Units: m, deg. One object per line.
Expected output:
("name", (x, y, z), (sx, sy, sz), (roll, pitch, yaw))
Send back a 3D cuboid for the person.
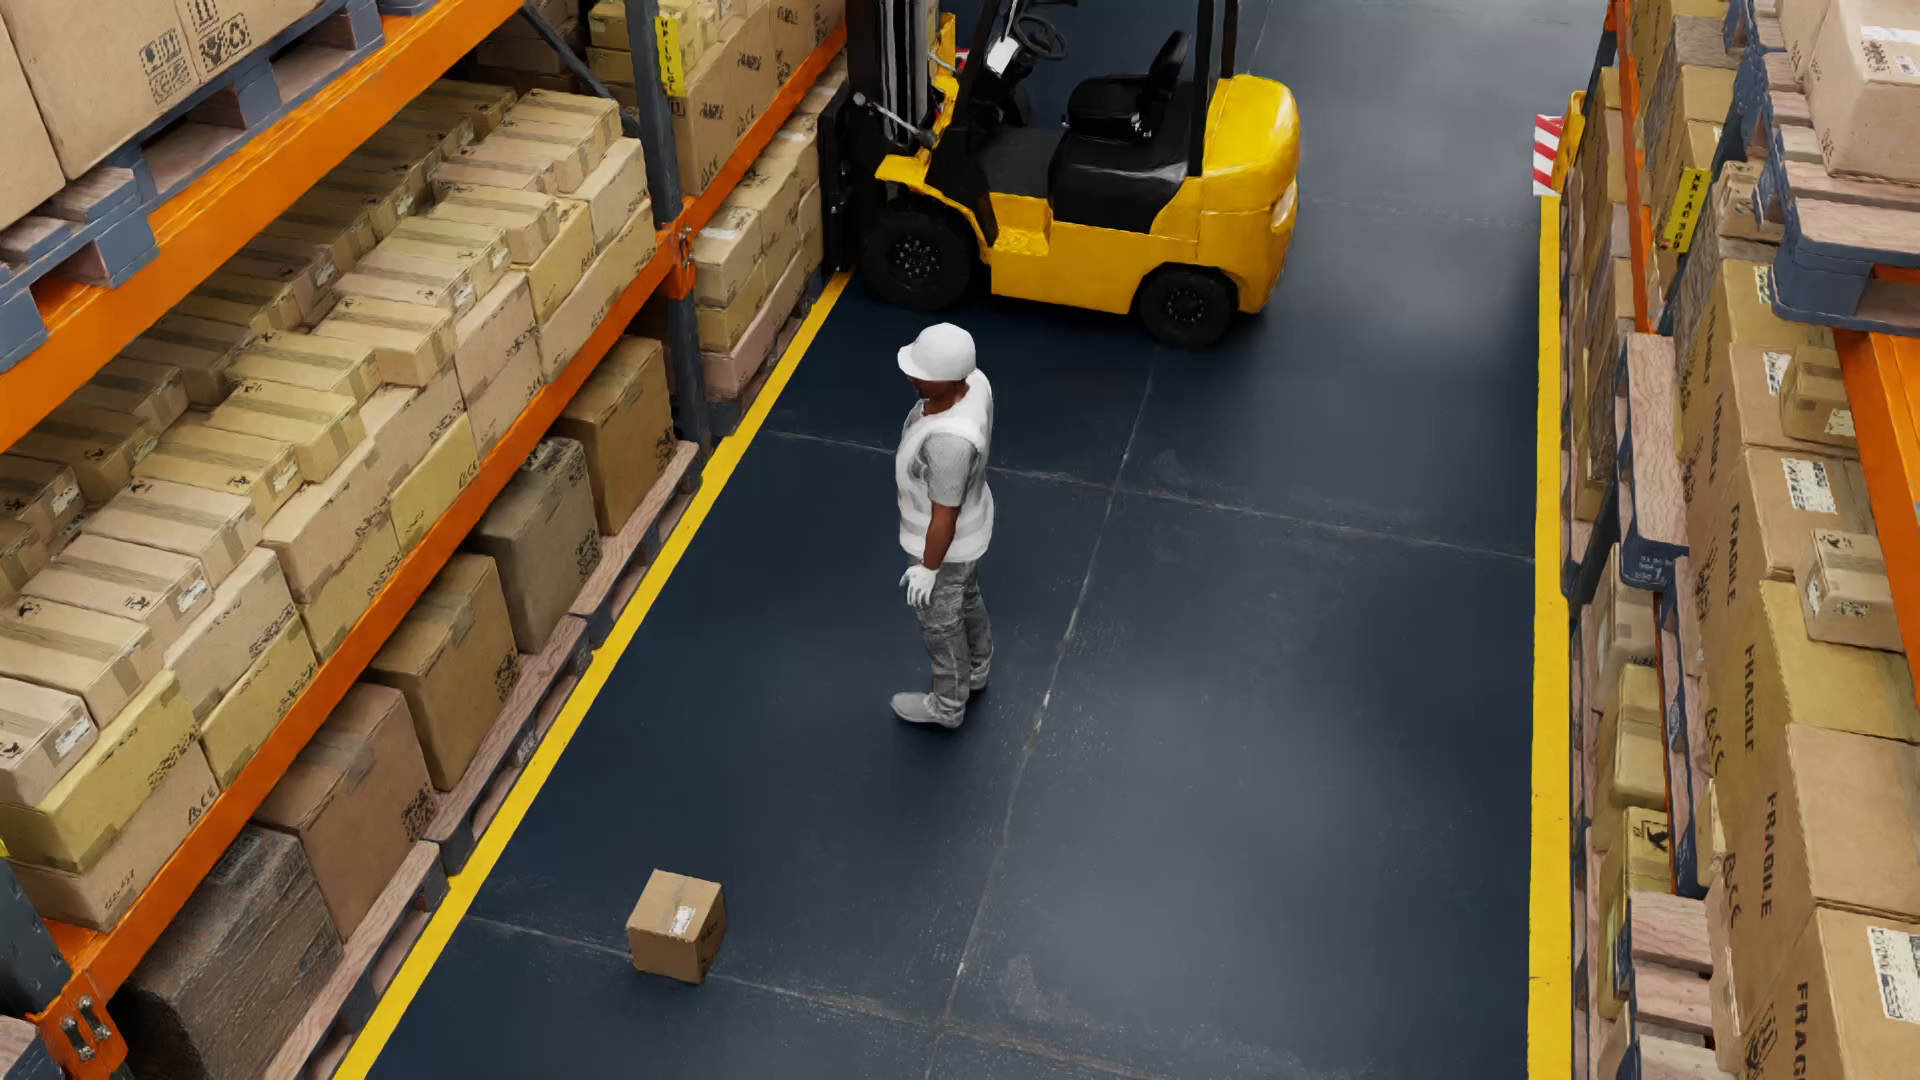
("person", (-0.071, -0.037, 6.140), (0.391, 1.791, 0.632), (7, 41, 8))
